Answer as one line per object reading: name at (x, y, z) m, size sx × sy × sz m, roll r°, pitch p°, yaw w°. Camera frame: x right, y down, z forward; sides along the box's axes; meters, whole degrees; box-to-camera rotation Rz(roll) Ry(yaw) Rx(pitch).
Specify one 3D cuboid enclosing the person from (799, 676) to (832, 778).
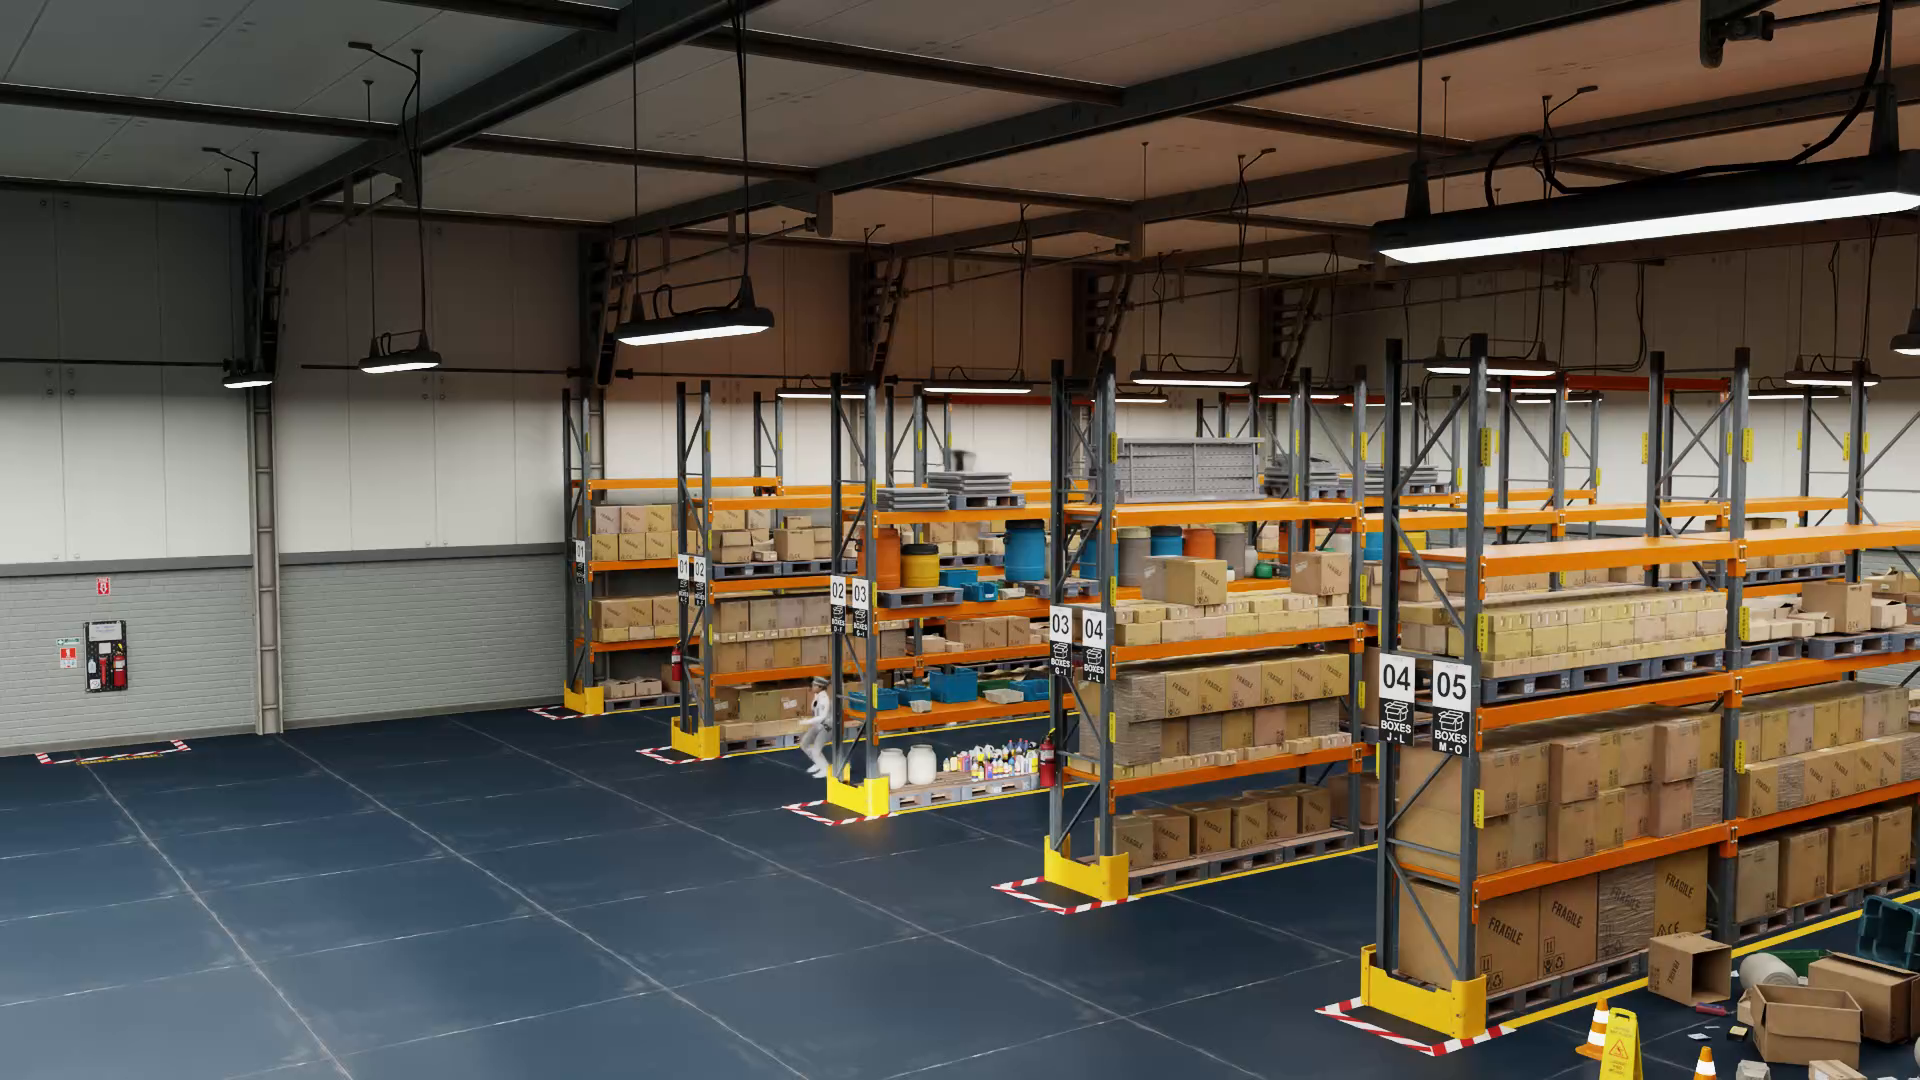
person at (-2.149, 2.791, 24.781) m, size 0.611 × 1.584 × 0.783 m, roll -2°, pitch 4°, yaw -27°
